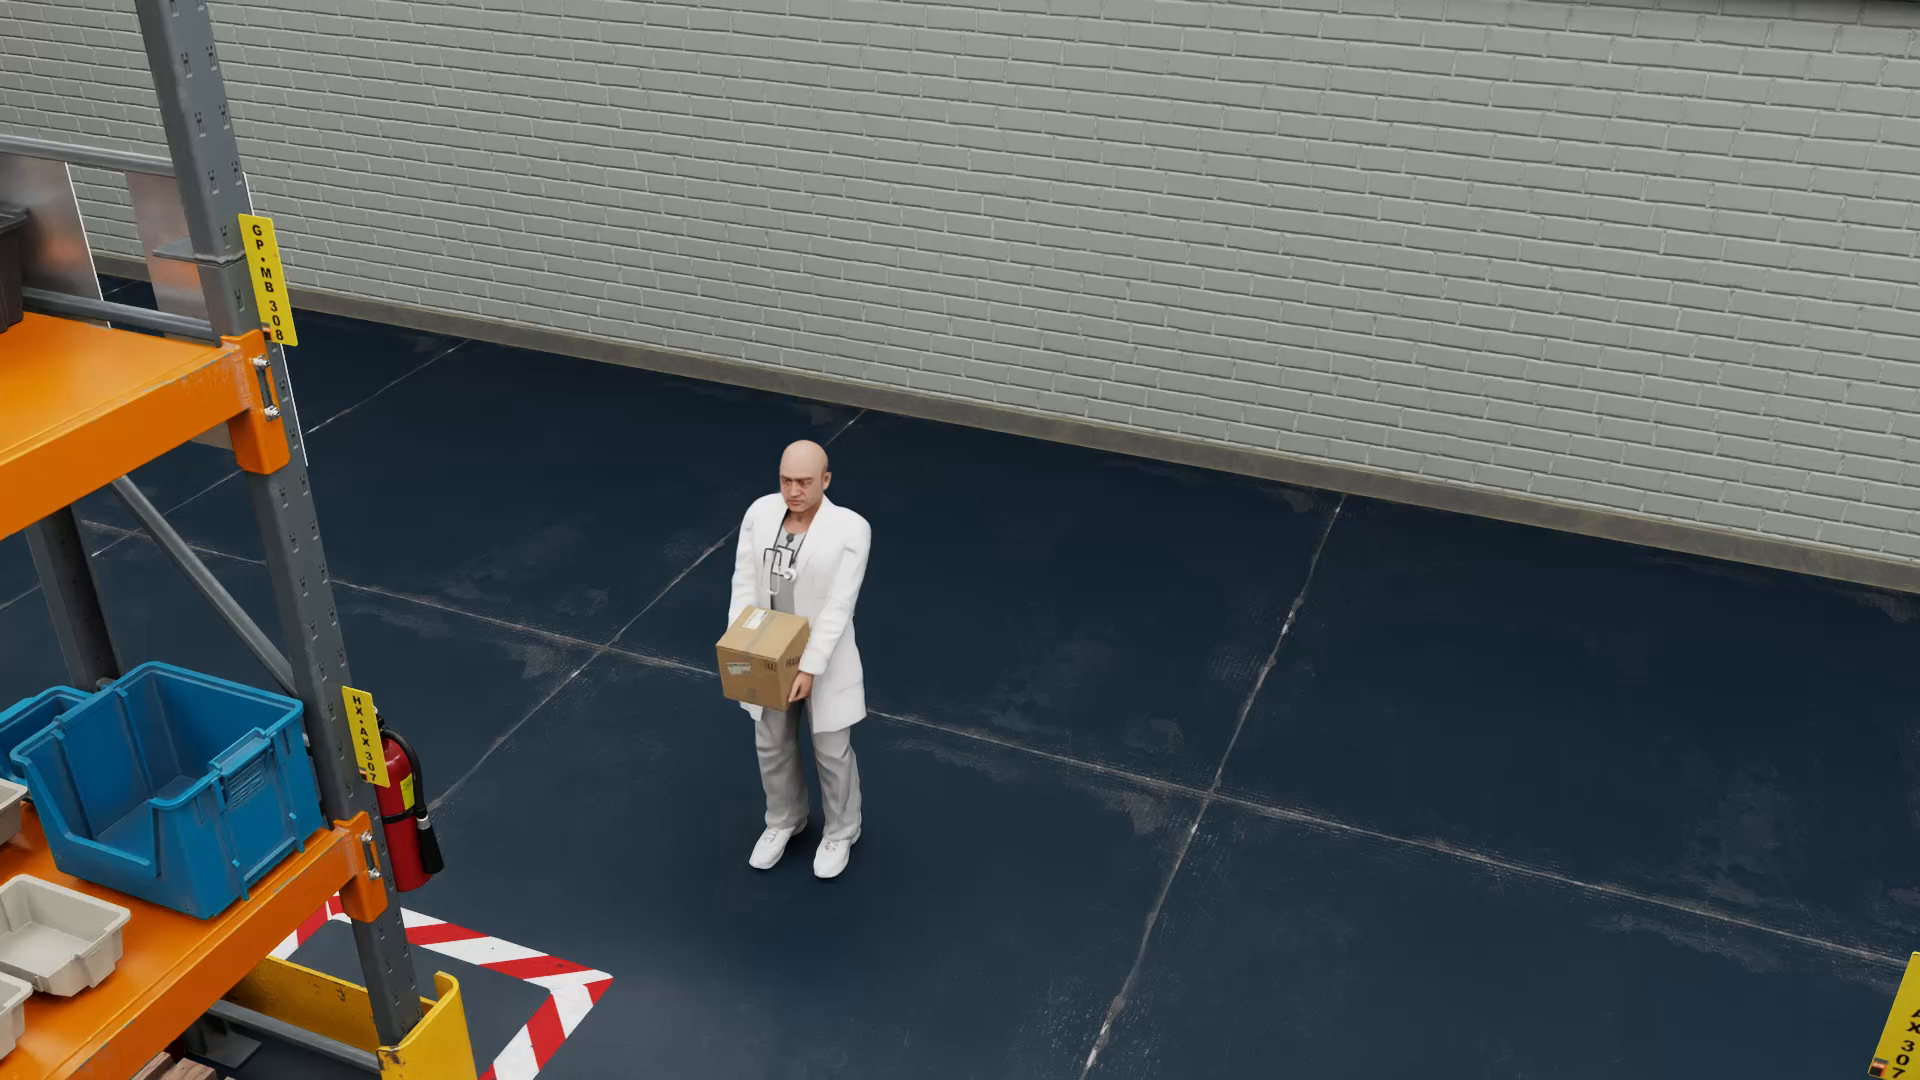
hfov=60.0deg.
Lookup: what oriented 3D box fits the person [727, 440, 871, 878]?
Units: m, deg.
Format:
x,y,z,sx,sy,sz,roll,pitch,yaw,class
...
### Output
x,y,z,sx,sy,sz,roll,pitch,yaw,class
-0.627,0.496,6.259,0.522,1.778,0.543,11,31,19,person
